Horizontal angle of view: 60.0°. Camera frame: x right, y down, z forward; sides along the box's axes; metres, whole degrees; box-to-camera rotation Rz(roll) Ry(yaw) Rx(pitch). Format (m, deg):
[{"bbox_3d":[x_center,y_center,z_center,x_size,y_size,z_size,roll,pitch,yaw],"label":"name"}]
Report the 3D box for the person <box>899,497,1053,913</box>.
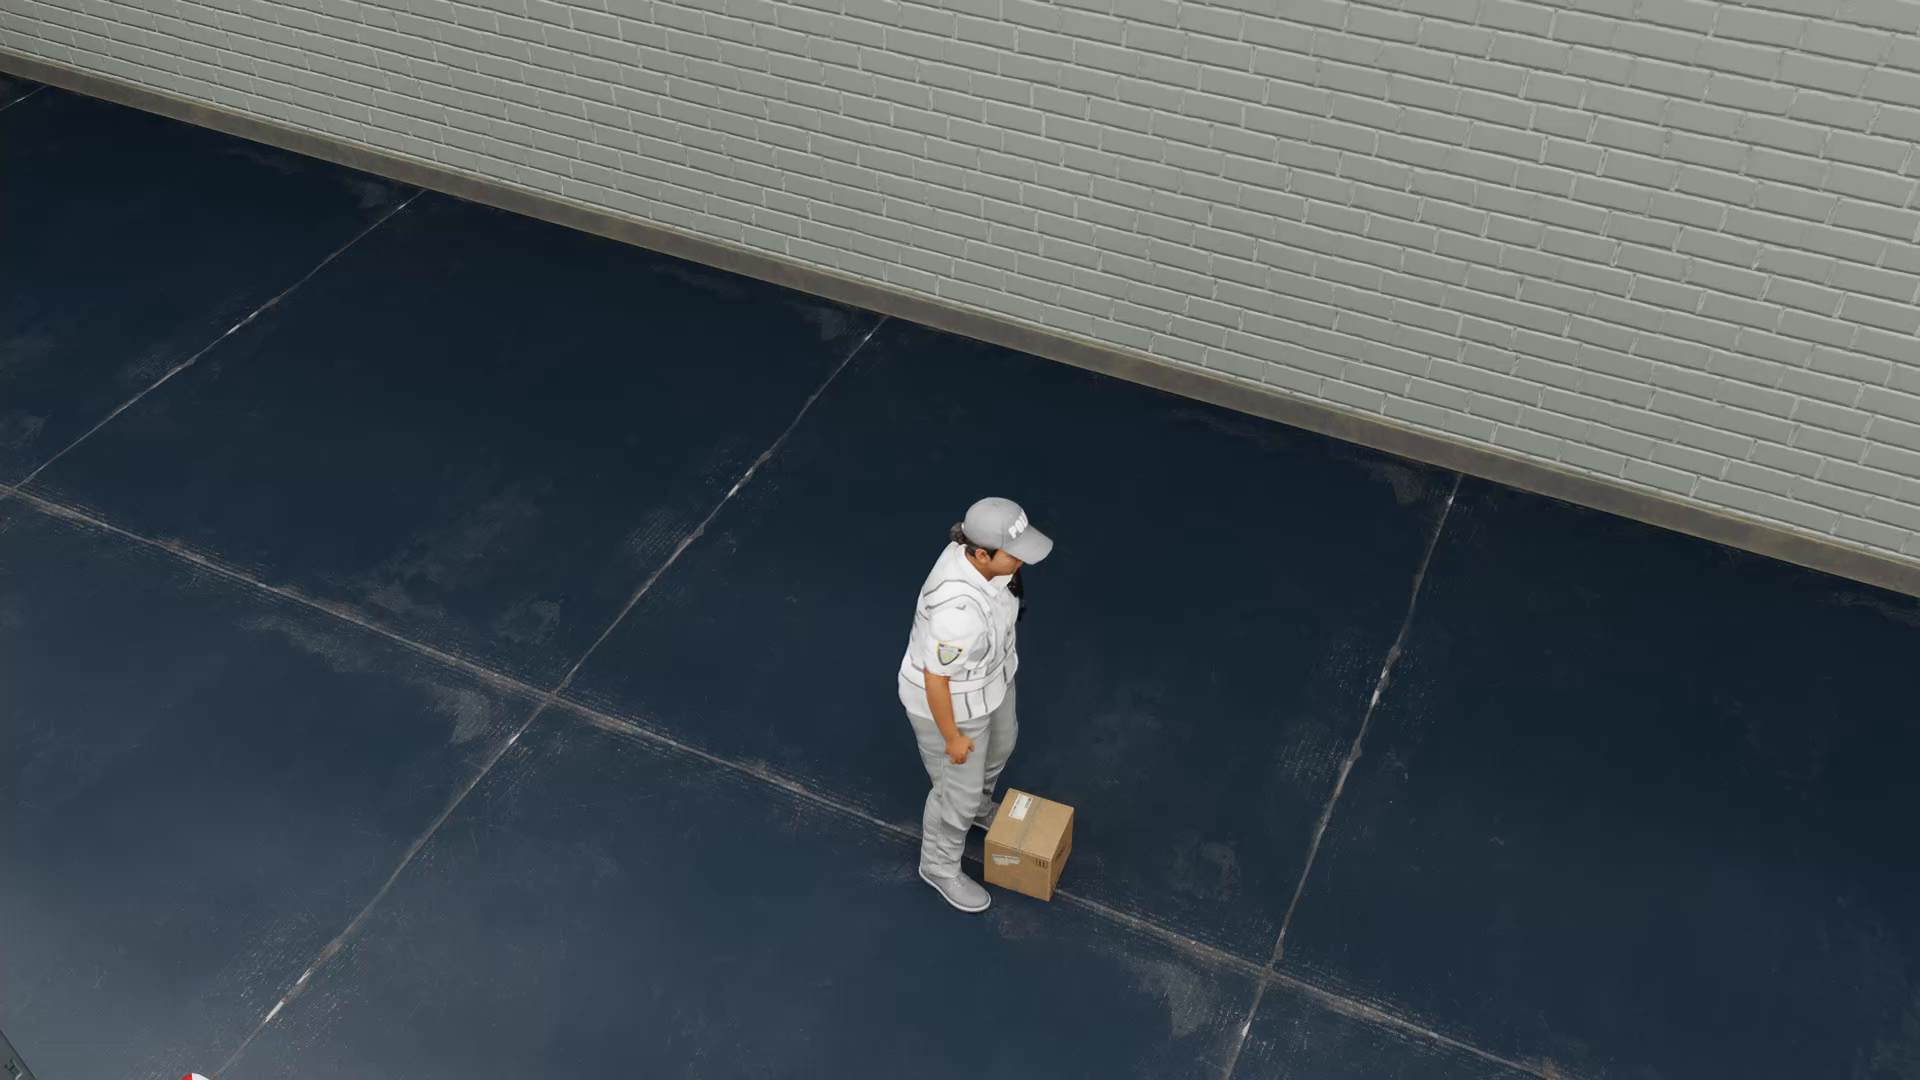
[{"bbox_3d":[0.046,0.518,5.585,0.468,1.666,0.564,15,44,16],"label":"person"}]
